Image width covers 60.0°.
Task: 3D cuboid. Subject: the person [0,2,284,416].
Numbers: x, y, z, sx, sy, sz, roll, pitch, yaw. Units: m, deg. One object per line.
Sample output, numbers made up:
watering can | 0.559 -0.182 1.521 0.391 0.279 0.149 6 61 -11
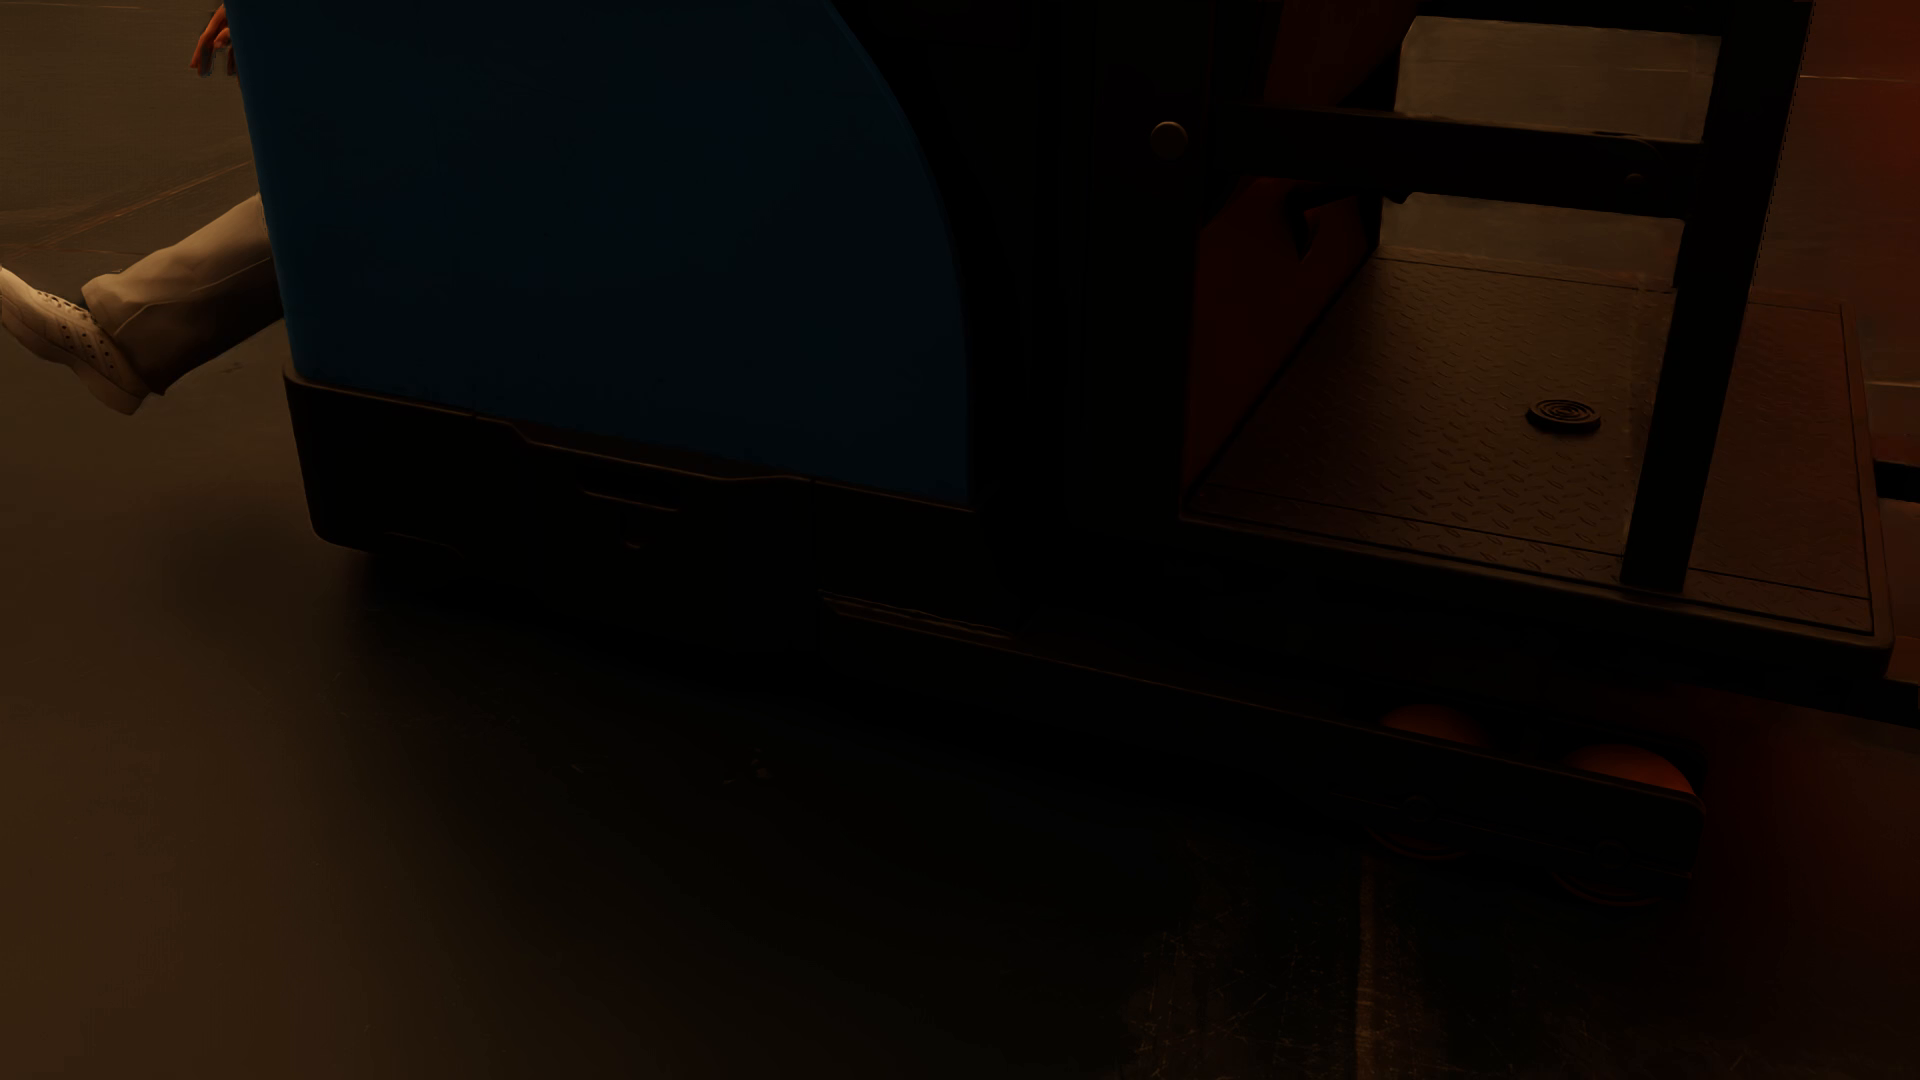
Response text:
person | -0.758 -0.704 2.464 0.994 1.317 1.113 19 32 33

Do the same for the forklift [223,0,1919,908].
forklift | 0.630 -1.198 1.621 3.031 2.935 1.130 11 29 21
